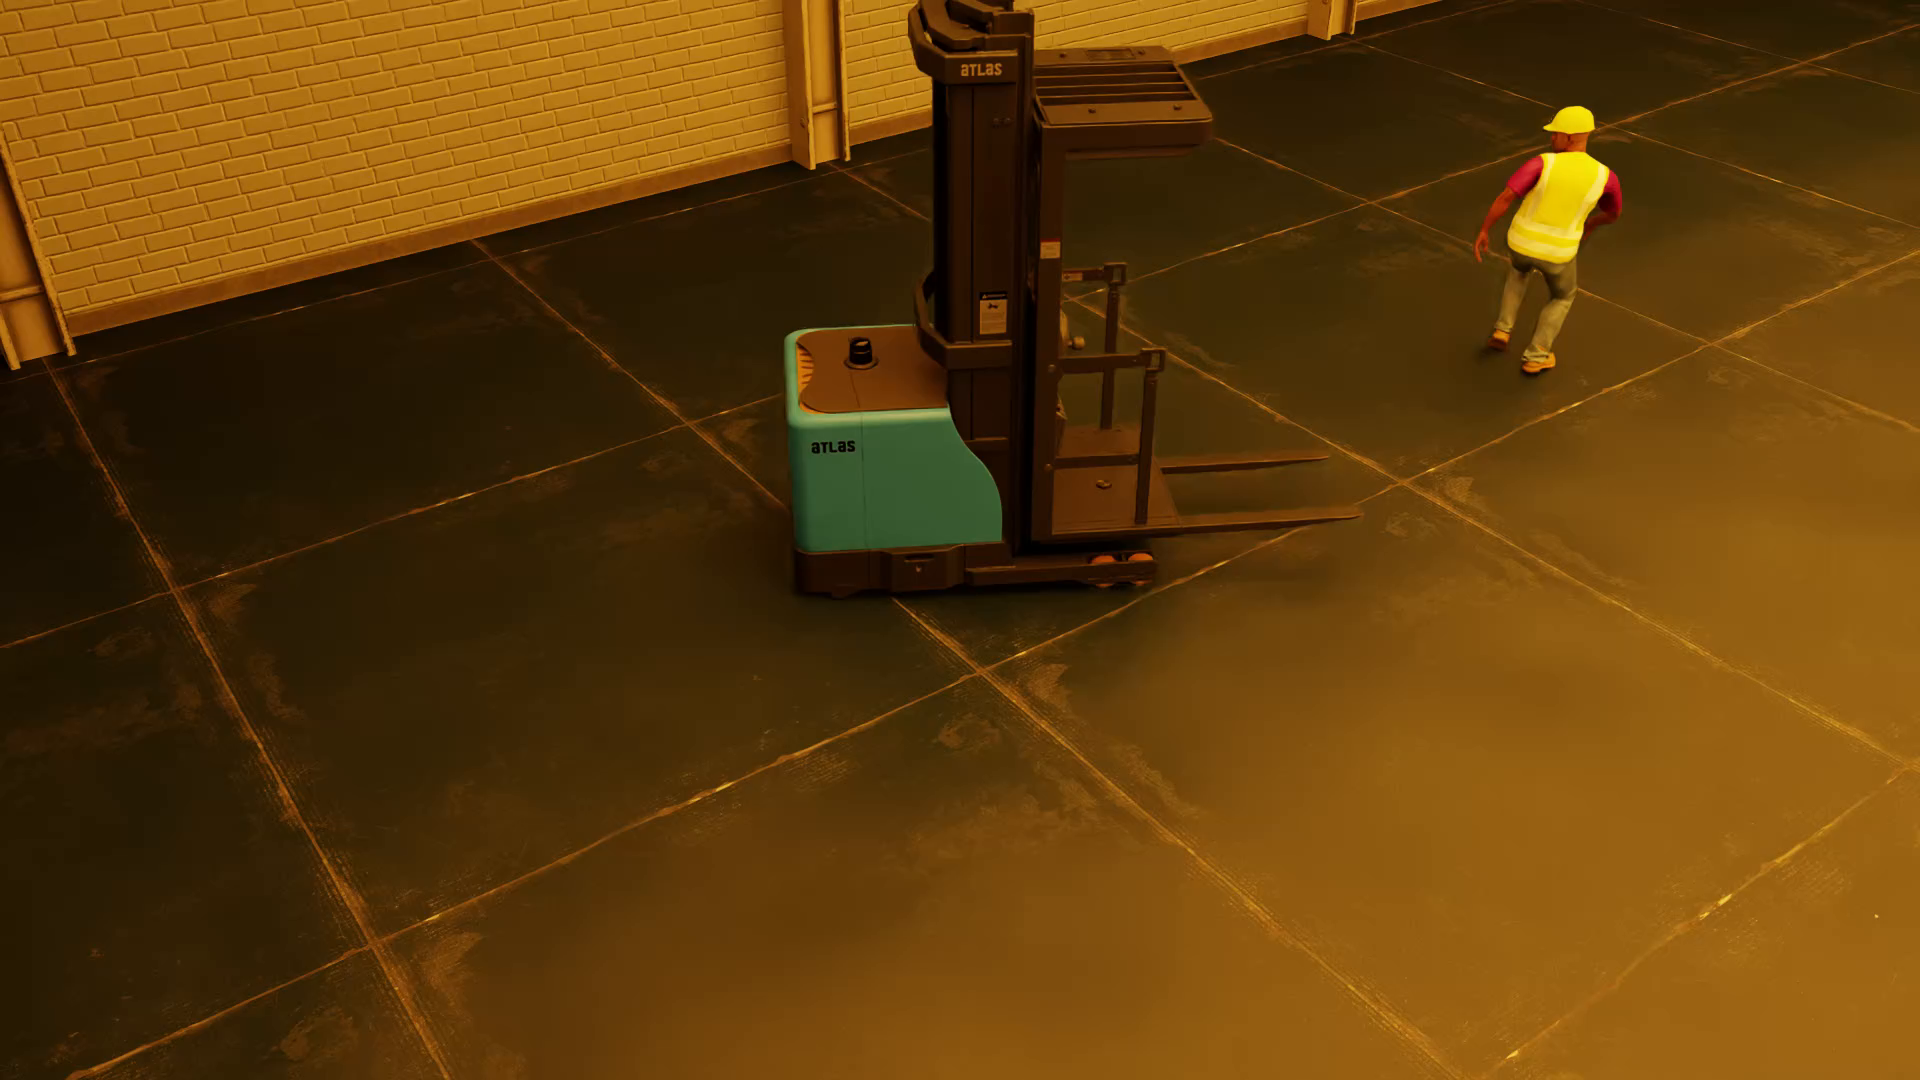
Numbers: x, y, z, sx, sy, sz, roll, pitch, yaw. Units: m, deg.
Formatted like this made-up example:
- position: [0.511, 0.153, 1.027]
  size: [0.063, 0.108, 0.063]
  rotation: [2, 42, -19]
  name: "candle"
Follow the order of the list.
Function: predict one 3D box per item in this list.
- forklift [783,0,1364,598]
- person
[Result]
- position: [0.609, -1.263, 8.295]
  size: [3.031, 2.935, 1.130]
  rotation: [-3, 34, -5]
  name: "forklift"
- position: [3.635, -1.841, 10.315]
  size: [0.753, 1.714, 0.753]
  rotation: [16, 37, 23]
  name: "person"
